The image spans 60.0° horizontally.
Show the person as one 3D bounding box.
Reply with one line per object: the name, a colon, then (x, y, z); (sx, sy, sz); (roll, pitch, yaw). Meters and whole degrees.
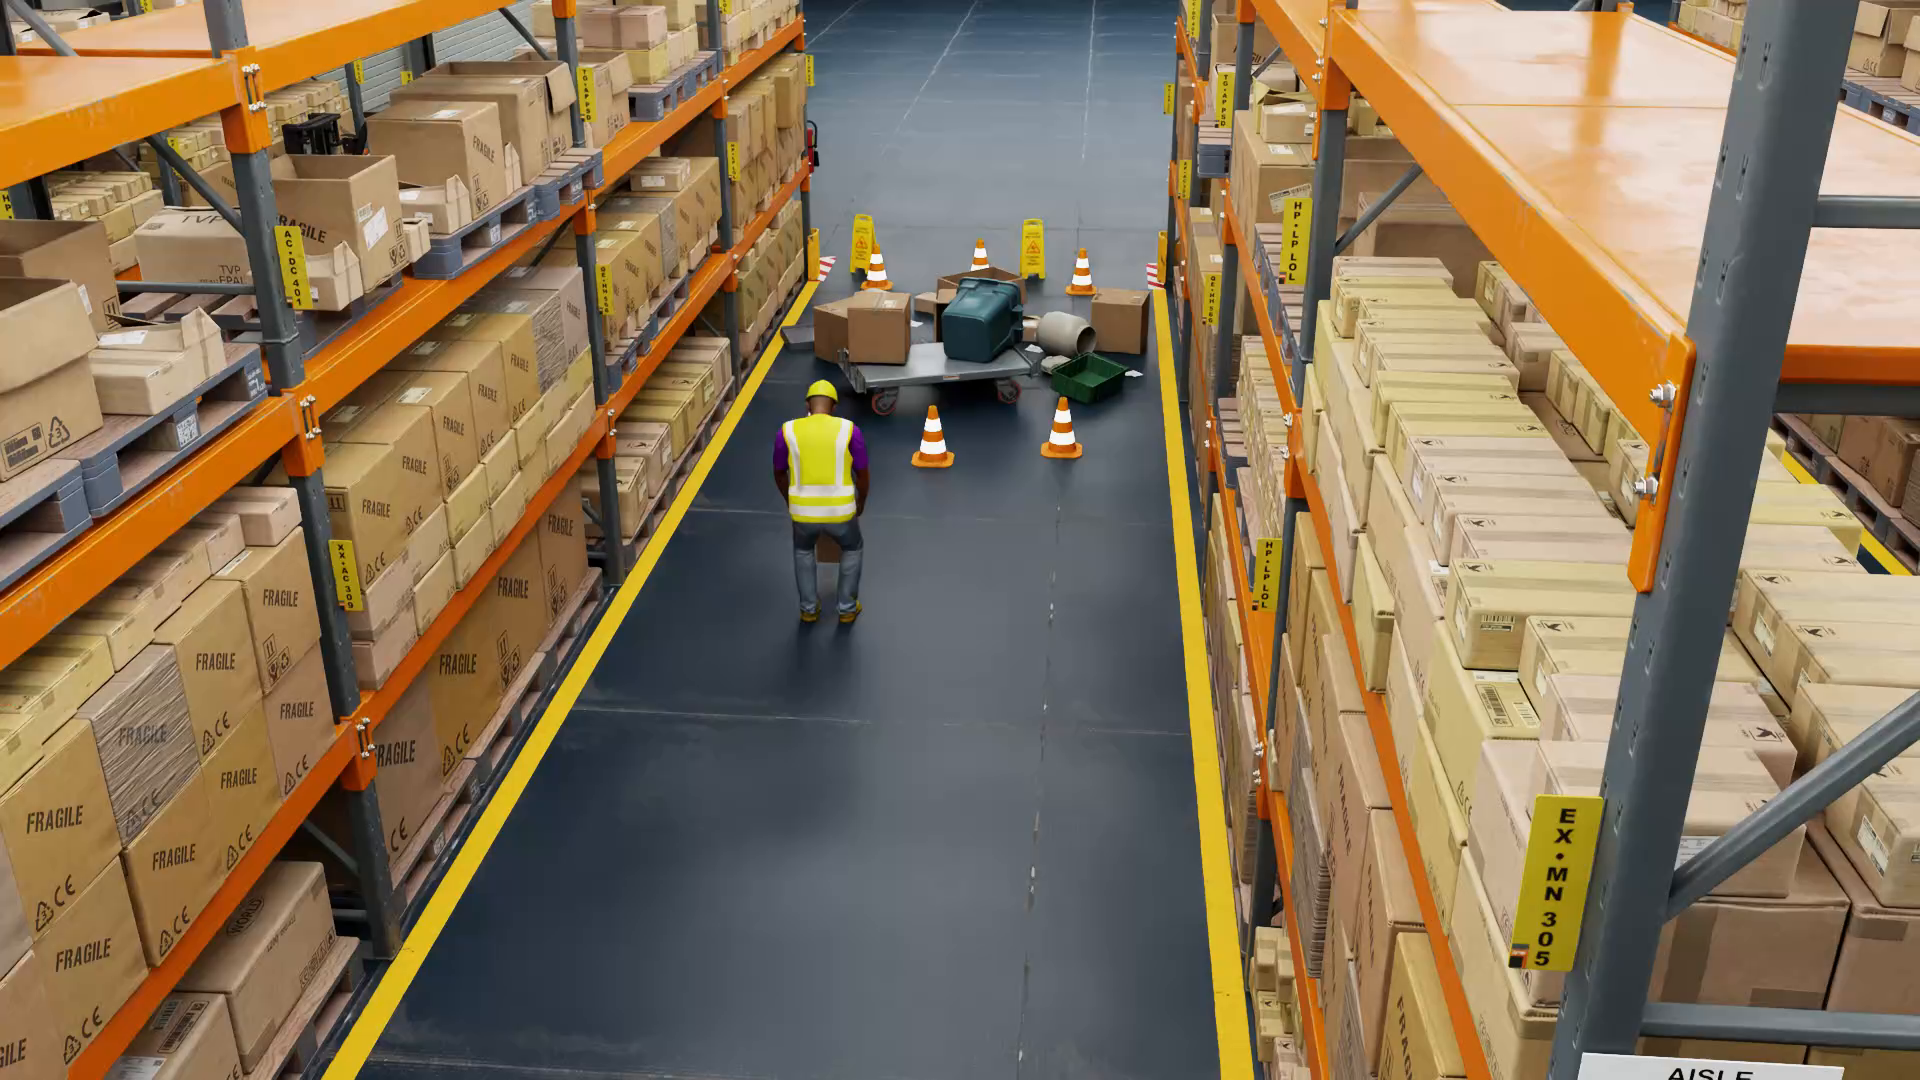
person: (-0.900, -0.233, 10.766); (0.625, 1.543, 0.666); (2, 24, 5)
